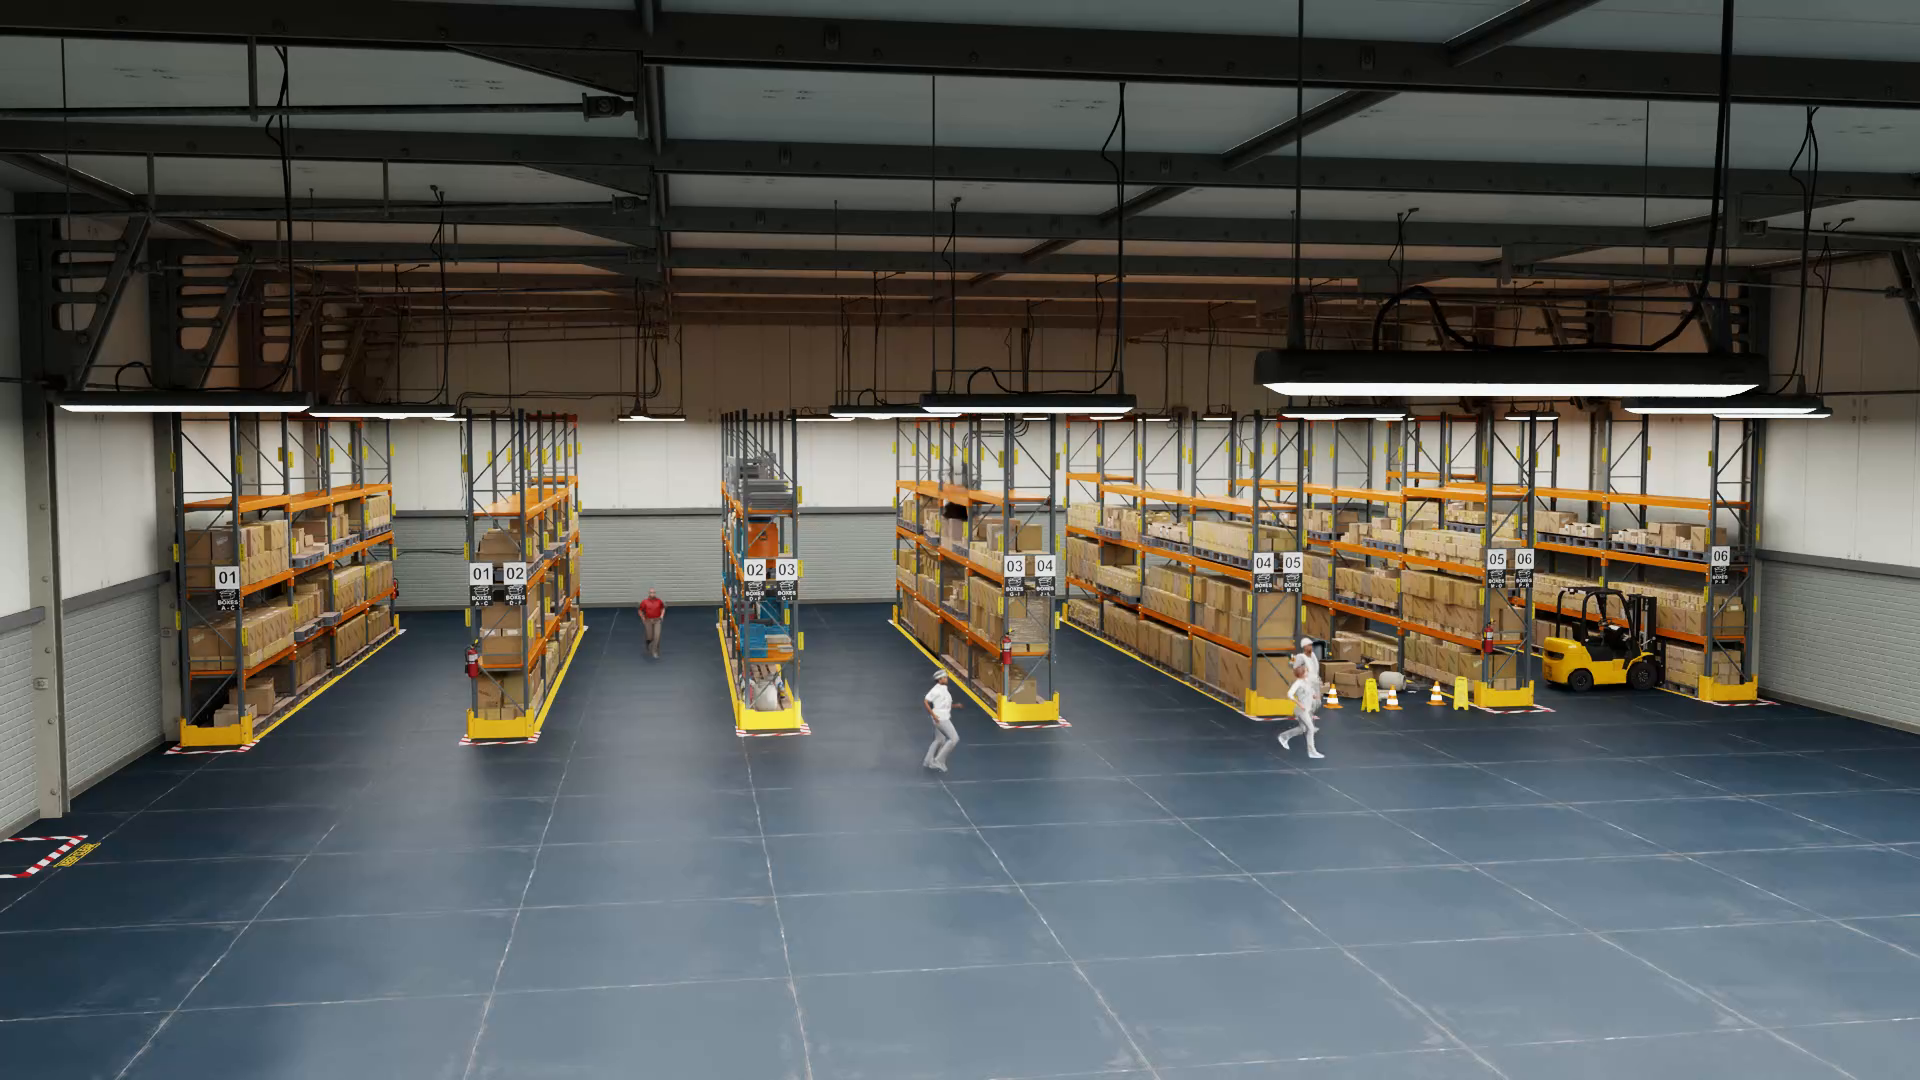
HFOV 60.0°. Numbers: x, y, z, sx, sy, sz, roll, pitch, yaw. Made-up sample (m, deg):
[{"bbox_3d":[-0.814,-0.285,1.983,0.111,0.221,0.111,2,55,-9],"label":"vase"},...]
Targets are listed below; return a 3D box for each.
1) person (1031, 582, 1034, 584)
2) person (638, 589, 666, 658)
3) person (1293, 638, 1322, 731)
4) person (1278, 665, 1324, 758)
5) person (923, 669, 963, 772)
[{"bbox_3d":[1.822,1.767,43.822,0.683,1.802,0.883,-1,4,-15],"label":"person"},{"bbox_3d":[-7.557,2.037,40.901,0.672,1.691,0.658,-1,4,-20],"label":"person"},{"bbox_3d":[6.446,2.687,31.009,0.638,1.733,0.705,4,6,44],"label":"person"},{"bbox_3d":[5.854,2.935,28.546,0.841,1.573,0.547,2,4,27],"label":"person"},{"bbox_3d":[-0.282,2.968,27.396,0.685,1.704,0.544,1,4,8],"label":"person"}]
